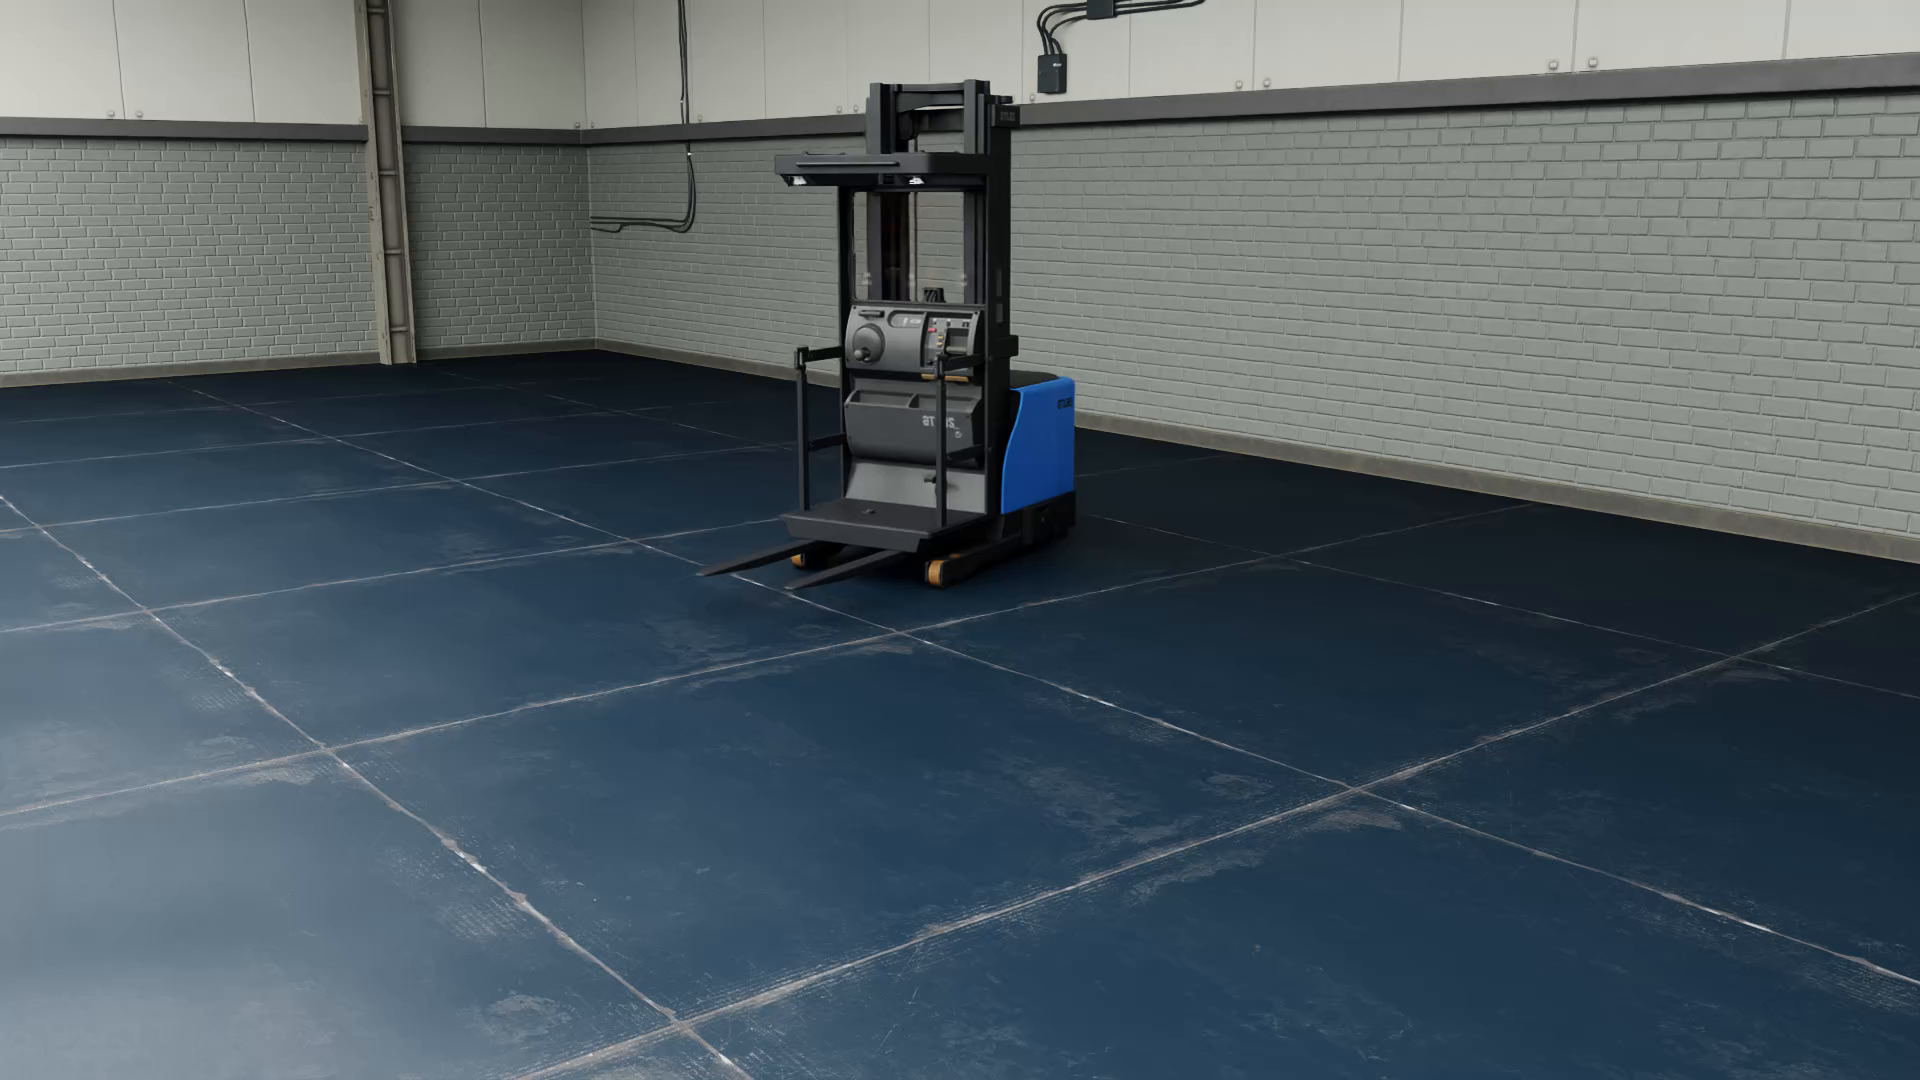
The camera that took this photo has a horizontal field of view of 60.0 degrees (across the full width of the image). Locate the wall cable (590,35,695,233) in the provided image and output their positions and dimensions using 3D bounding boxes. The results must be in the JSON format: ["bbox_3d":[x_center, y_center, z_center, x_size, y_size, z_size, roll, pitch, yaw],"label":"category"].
[{"bbox_3d":[-4.423,-5.434,22.528,0.112,2.526,3.097,-9,15,-38],"label":"wall cable"}]

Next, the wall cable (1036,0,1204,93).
[{"bbox_3d":[1.495,-7.074,14.591,0.169,6.003,2.305,-9,15,-38],"label":"wall cable"}]

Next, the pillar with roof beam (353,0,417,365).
[{"bbox_3d":[-4.860,-6.086,18.127,0.400,9.000,9.100,-9,15,-38],"label":"pillar with roof beam"}]

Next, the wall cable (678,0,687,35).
[{"bbox_3d":[-2.733,-7.465,19.937,0.112,2.526,3.097,-9,15,-38],"label":"wall cable"}]

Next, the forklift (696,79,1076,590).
[{"bbox_3d":[-0.401,-1.263,10.019,1.130,2.935,3.031,7,14,30],"label":"forklift"}]
